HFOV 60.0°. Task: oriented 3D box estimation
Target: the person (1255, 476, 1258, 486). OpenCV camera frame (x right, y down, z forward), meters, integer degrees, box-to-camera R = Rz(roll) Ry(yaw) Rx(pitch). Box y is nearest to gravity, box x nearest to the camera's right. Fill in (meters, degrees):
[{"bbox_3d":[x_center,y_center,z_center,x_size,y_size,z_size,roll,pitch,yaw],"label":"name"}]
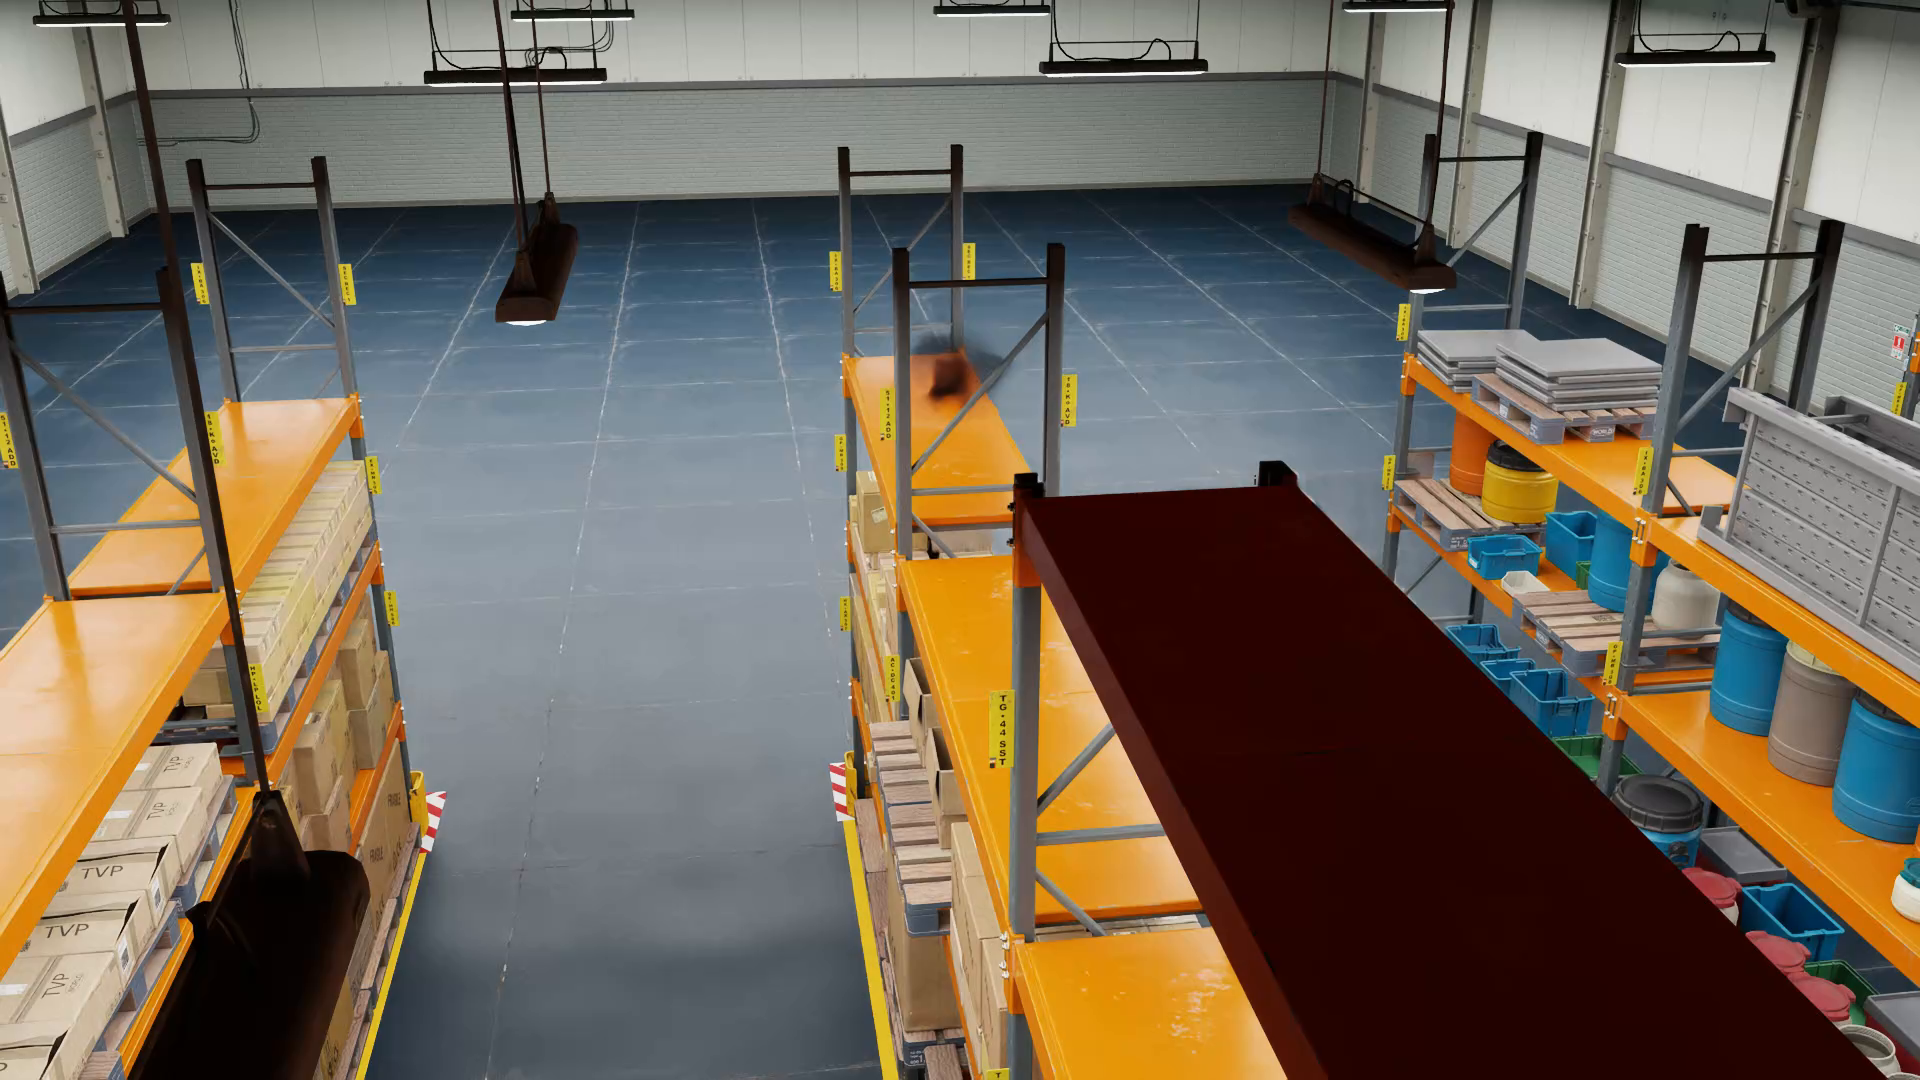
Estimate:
[{"bbox_3d":[3.588,-0.040,19.517,0.537,1.667,0.584,8,23,19],"label":"person"}]
